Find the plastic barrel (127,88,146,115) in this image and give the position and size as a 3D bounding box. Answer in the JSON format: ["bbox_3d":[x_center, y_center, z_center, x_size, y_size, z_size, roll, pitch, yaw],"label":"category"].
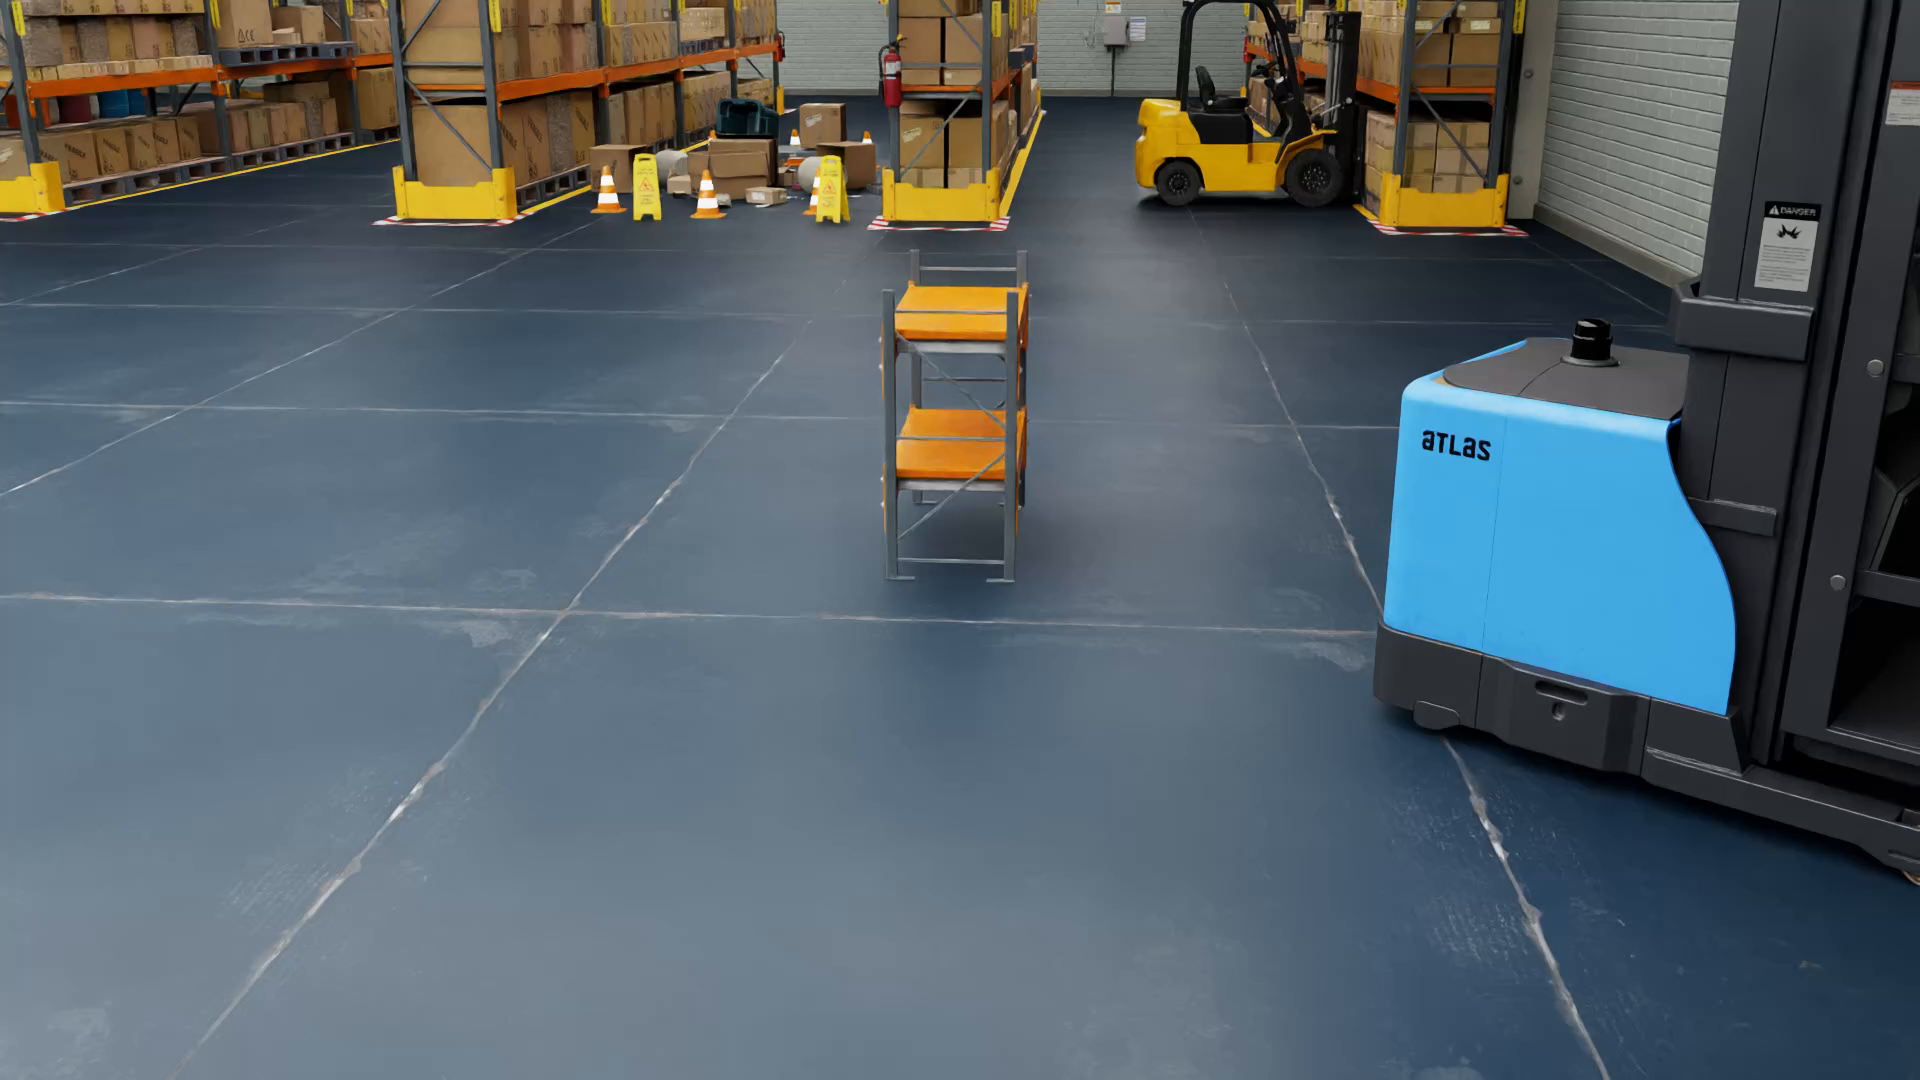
[{"bbox_3d":[-14.213,-7.755,28.468,0.600,0.901,0.708,1,18,4],"label":"plastic barrel"}]

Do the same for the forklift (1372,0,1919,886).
[{"bbox_3d":[2.739,-0.651,4.202,3.031,2.935,1.130,15,23,39],"label":"forklift"}]

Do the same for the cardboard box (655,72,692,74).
[{"bbox_3d":[-4.629,-7.447,26.970,0.500,0.250,0.500,2,18,5],"label":"cardboard box"}]

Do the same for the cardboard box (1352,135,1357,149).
[{"bbox_3d":[4.584,-4.313,18.207,0.500,0.250,0.500,1,18,4],"label":"cardboard box"}]

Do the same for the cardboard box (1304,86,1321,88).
[{"bbox_3d":[5.167,-6.683,24.798,0.380,0.149,0.250,1,18,2],"label":"cardboard box"}]

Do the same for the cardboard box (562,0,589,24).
[{"bbox_3d":[-4.834,-6.281,19.299,0.875,0.550,0.550,1,18,4],"label":"cardboard box"}]

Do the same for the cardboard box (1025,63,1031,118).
[{"bbox_3d":[0.703,-7.385,27.381,0.875,0.875,0.875,2,18,6],"label":"cardboard box"}]

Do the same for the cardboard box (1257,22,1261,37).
[{"bbox_3d":[5.520,-8.984,29.286,0.500,0.250,0.500,1,18,2],"label":"cardboard box"}]

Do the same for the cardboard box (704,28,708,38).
[{"bbox_3d":[-4.198,-8.016,26.299,0.380,0.149,0.250,2,18,6],"label":"cardboard box"}]

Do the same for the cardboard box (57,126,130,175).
[{"bbox_3d":[-9.943,-4.469,19.085,0.500,0.500,0.500,3,18,9],"label":"cardboard box"}]

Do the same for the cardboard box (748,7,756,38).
[{"bbox_3d":[-3.890,-9.115,29.285,0.500,0.500,0.500,1,18,3],"label":"cardboard box"}]

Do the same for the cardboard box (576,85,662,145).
[{"bbox_3d":[-4.756,-5.898,23.043,1.050,0.750,0.750,2,18,5],"label":"cardboard box"}]

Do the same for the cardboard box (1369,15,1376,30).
[{"bbox_3d":[4.630,-5.578,17.926,0.380,0.149,0.250,1,18,3],"label":"cardboard box"}]

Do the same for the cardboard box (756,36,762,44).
[{"bbox_3d":[-3.833,-9.168,30.489,0.380,0.149,0.250,0,18,1],"label":"cardboard box"}]

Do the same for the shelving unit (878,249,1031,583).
[{"bbox_3d":[0.000,-0.537,6.754,0.538,1.125,1.048,1,18,4],"label":"shelving unit"}]

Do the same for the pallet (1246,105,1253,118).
[{"bbox_3d":[5.844,-7.925,30.772,1.003,0.211,1.213,1,18,4],"label":"pallet"}]

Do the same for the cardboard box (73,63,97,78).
[{"bbox_3d":[-9.727,-5.157,18.249,0.380,0.149,0.250,1,18,4],"label":"cardboard box"}]

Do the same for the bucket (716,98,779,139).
[{"bbox_3d":[-2.560,-5.057,20.354,0.726,0.611,0.620,8,10,23],"label":"bucket"}]

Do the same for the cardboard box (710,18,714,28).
[{"bbox_3d":[-4.162,-8.318,26.742,0.380,0.149,0.250,1,18,2],"label":"cardboard box"}]

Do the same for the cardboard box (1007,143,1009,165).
[{"bbox_3d":[0.320,-4.608,19.910,0.500,0.250,0.500,2,18,6],"label":"cardboard box"}]

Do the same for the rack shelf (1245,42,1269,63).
[{"bbox_3d":[5.762,-8.559,29.382,1.077,0.370,4.000,1,18,4],"label":"rack shelf"}]

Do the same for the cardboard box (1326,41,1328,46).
[{"bbox_3d":[4.855,-6.279,20.708,0.500,0.250,0.500,1,18,2],"label":"cardboard box"}]

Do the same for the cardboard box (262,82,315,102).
[{"bbox_3d":[-9.549,-6.372,23.656,0.500,0.250,0.500,3,18,10],"label":"cardboard box"}]

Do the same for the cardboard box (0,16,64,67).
[{"bbox_3d":[-10.010,-5.243,17.467,0.875,0.500,0.500,1,18,4],"label":"cardboard box"}]

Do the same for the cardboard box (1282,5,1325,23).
[{"bbox_3d":[5.265,-7.797,25.061,0.797,0.503,0.637,1,18,3],"label":"cardboard box"}]

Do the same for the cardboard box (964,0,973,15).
[{"bbox_3d":[-0.222,-5.959,18.049,0.700,0.500,0.500,1,18,4],"label":"cardboard box"}]

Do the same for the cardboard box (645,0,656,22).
[{"bbox_3d":[-4.640,-7.452,23.083,0.700,0.500,0.500,1,18,3],"label":"cardboard box"}]

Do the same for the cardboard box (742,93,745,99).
[{"bbox_3d":[-3.999,-7.801,29.339,0.380,0.149,0.250,0,18,1],"label":"cardboard box"}]

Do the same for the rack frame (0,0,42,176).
[{"bbox_3d":[-10.077,-4.884,17.009,1.000,3.000,0.127,1,18,4],"label":"rack frame"}]

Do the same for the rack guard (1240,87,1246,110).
[{"bbox_3d":[5.900,-8.310,31.482,1.175,0.500,0.348,1,18,4],"label":"rack guard"}]

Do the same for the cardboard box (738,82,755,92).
[{"bbox_3d":[-3.908,-8.183,30.028,0.380,0.149,0.250,1,18,4],"label":"cardboard box"}]

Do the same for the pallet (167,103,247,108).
[{"bbox_3d":[-14.058,-8.005,31.014,1.003,0.211,1.213,1,18,4],"label":"pallet"}]

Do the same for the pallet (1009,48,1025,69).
[{"bbox_3d":[0.294,-6.048,20.870,1.003,0.211,1.213,1,18,4],"label":"pallet"}]

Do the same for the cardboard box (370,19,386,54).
[{"bbox_3d":[-9.163,-7.721,25.508,0.500,0.500,0.500,1,18,2],"label":"cardboard box"}]

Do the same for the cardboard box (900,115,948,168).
[{"bbox_3d":[-0.395,-4.166,17.357,0.500,0.500,0.500,1,18,4],"label":"cardboard box"}]

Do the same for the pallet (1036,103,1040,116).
[{"bbox_3d":[0.975,-8.056,31.171,1.003,0.211,1.213,1,18,4],"label":"pallet"}]

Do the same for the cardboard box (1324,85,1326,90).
[{"bbox_3d":[5.747,-6.838,25.272,0.380,0.149,0.250,1,18,3],"label":"cardboard box"}]

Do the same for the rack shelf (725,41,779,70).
[{"bbox_3d":[-4.133,-8.748,29.958,1.077,0.370,4.000,1,18,4],"label":"rack shelf"}]

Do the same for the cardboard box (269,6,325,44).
[{"bbox_3d":[-9.443,-7.271,23.461,0.700,0.500,0.500,4,19,12],"label":"cardboard box"}]

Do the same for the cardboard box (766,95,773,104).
[{"bbox_3d":[-3.737,-8.305,31.356,0.380,0.149,0.250,2,18,6],"label":"cardboard box"}]

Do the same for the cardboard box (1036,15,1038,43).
[{"bbox_3d":[1.184,-9.523,31.009,0.500,0.500,0.500,1,18,4],"label":"cardboard box"}]

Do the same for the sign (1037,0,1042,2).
[{"bbox_3d":[1.495,-10.278,31.232,0.100,0.325,0.005,1,18,4],"label":"sign"}]

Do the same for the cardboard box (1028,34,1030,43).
[{"bbox_3d":[0.887,-8.173,27.289,0.500,0.250,0.500,1,18,3],"label":"cardboard box"}]

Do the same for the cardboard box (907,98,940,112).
[{"bbox_3d":[-0.415,-4.668,17.847,0.380,0.149,0.250,2,18,5],"label":"cardboard box"}]

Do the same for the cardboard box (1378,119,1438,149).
[{"bbox_3d":[4.481,-4.071,16.665,0.500,0.250,0.500,2,18,6],"label":"cardboard box"}]

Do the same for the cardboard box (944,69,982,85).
[{"bbox_3d":[0.038,-4.644,16.681,0.380,0.149,0.250,1,18,4],"label":"cardboard box"}]

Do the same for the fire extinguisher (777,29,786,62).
[{"bbox_3d":[-3.512,-9.565,32.019,0.296,0.674,0.183,1,18,4],"label":"fire extinguisher"}]

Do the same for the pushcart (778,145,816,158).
[{"bbox_3d":[-2.183,-4.694,20.642,1.648,0.377,0.936,-5,19,-15],"label":"pushcart"}]

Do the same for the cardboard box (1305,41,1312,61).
[{"bbox_3d":[5.016,-6.678,22.726,0.500,0.250,0.500,1,18,3],"label":"cardboard box"}]

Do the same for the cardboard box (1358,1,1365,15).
[{"bbox_3d":[4.668,-5.959,18.613,0.380,0.149,0.250,2,18,5],"label":"cardboard box"}]

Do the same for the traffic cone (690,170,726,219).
[{"bbox_3d":[-2.580,-3.538,16.978,0.336,0.463,0.334,1,18,4],"label":"traffic cone"}]

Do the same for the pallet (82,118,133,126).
[{"bbox_3d":[-14.339,-6.777,27.267,1.003,0.211,1.213,1,18,4],"label":"pallet"}]

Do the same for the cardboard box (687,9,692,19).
[{"bbox_3d":[-4.279,-7.970,25.203,0.380,0.149,0.250,1,18,2],"label":"cardboard box"}]
